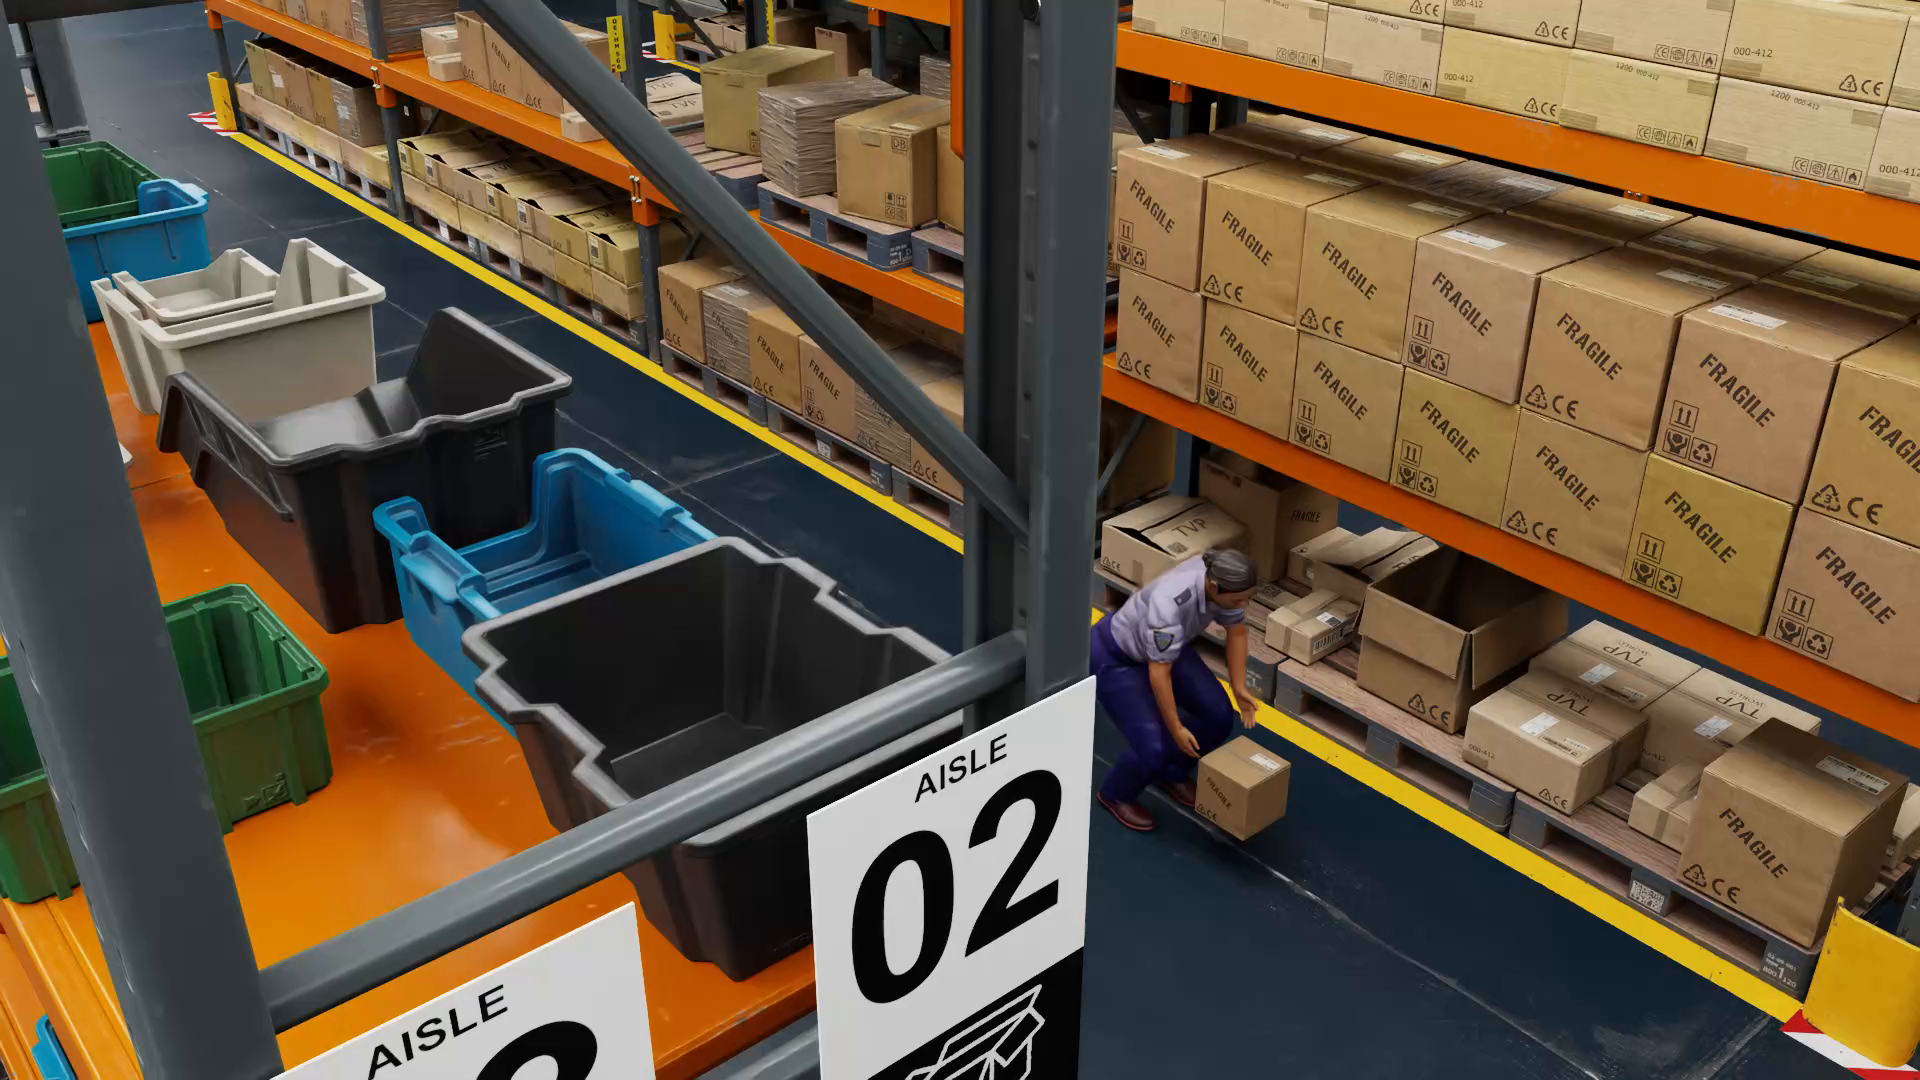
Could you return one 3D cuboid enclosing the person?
[{"bbox_3d":[0.839,0.521,6.563,0.537,1.286,0.702,-22,35,-35],"label":"person"}]
